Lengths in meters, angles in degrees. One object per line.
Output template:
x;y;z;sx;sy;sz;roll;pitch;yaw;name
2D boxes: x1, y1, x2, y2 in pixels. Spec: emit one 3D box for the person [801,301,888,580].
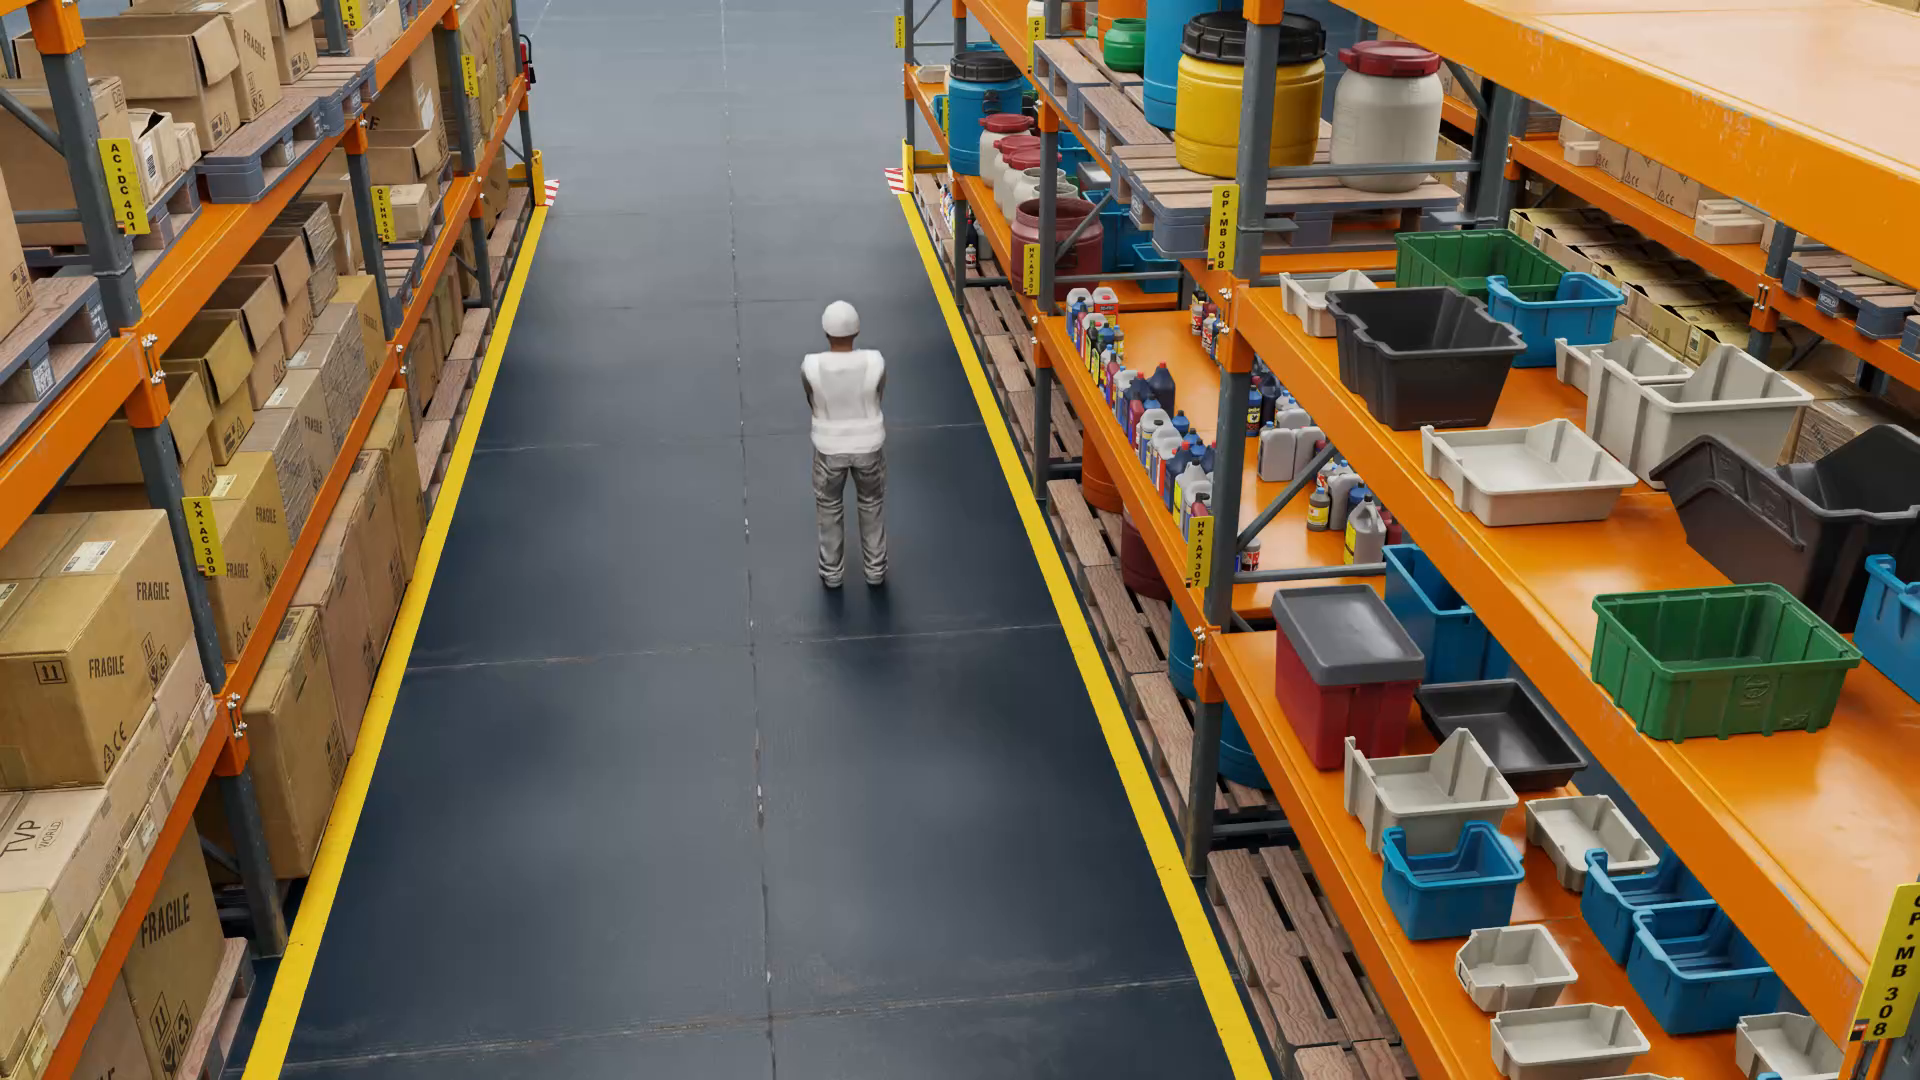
-0.675;-0.625;9.765;0.488;1.720;0.569;-3;27;-6;person
